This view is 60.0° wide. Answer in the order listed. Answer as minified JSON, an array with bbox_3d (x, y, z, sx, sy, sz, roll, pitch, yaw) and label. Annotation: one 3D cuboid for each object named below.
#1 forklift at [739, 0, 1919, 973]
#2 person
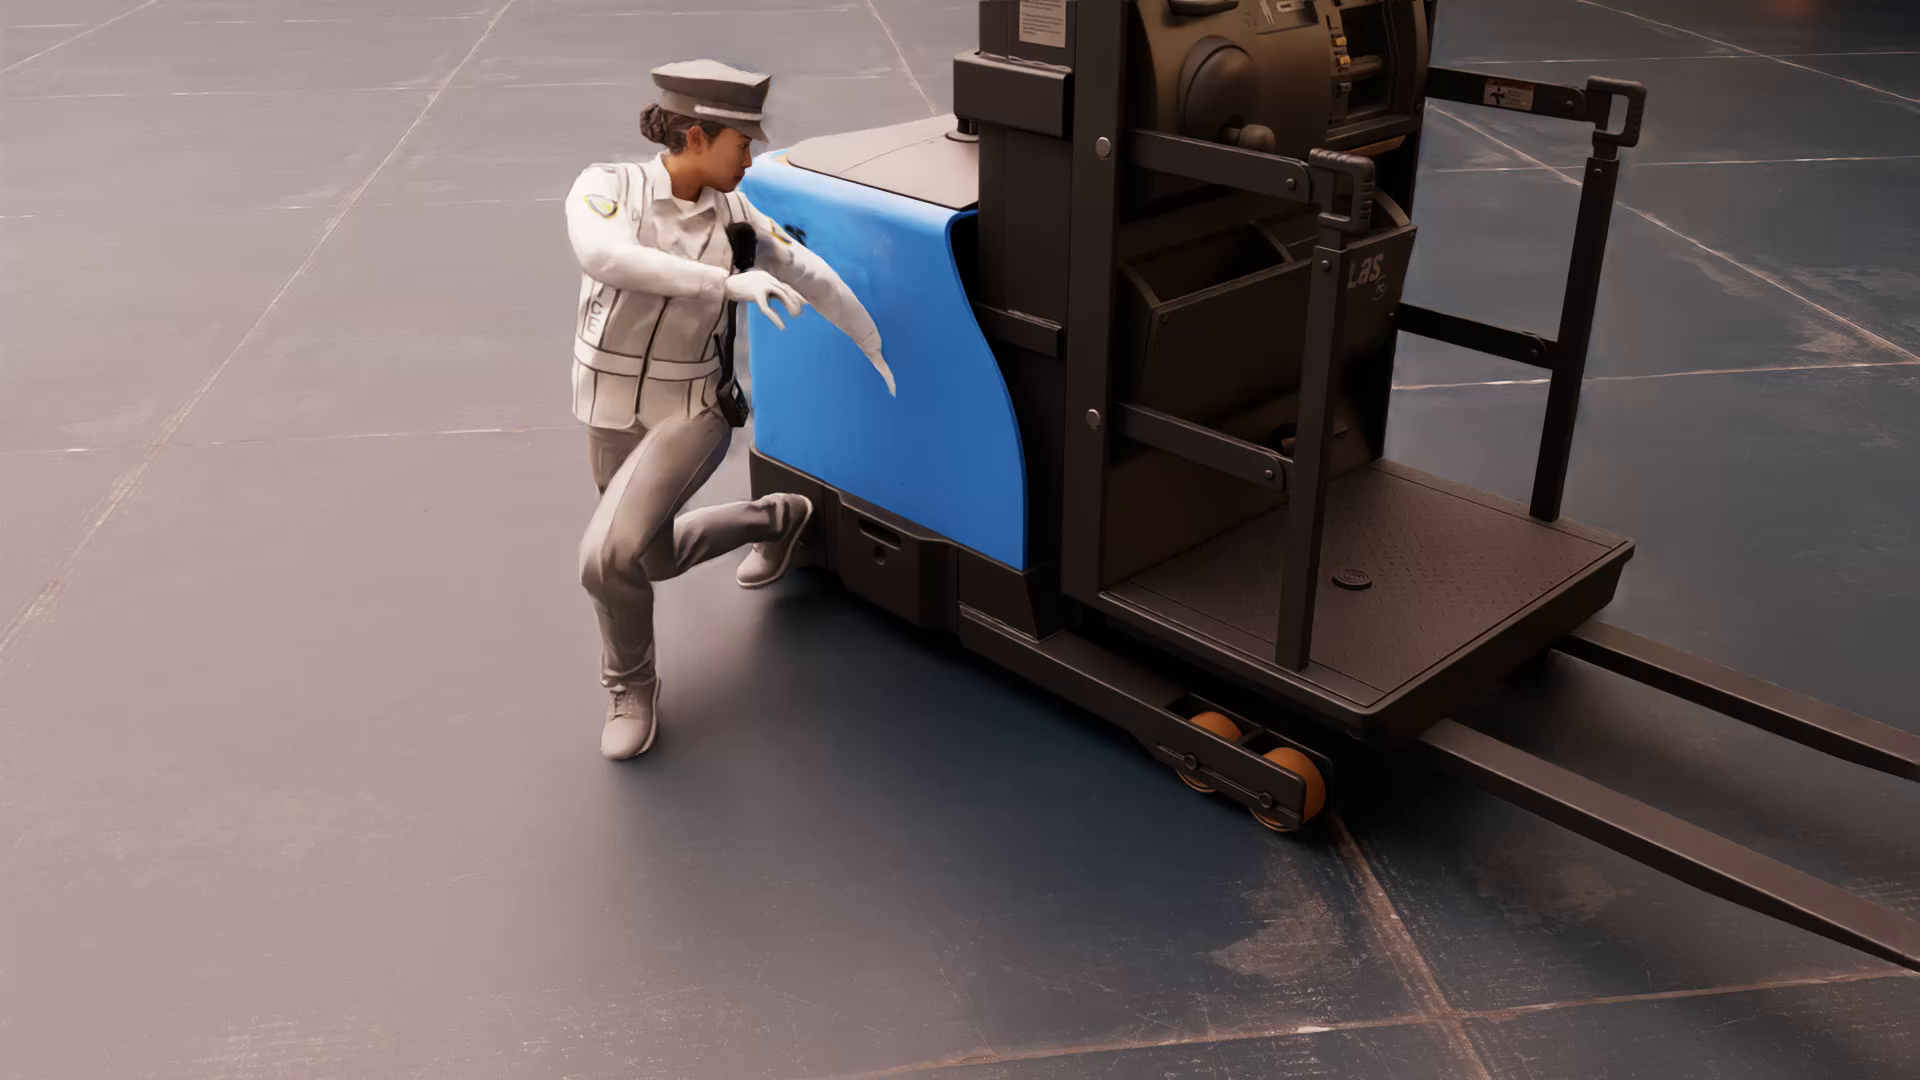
[{"bbox_3d":[0.823,-0.981,3.267,1.130,2.935,3.031,-23,34,-39],"label":"forklift"},{"bbox_3d":[-0.514,-0.315,3.687,0.670,1.430,0.917,5,26,10],"label":"person"}]
